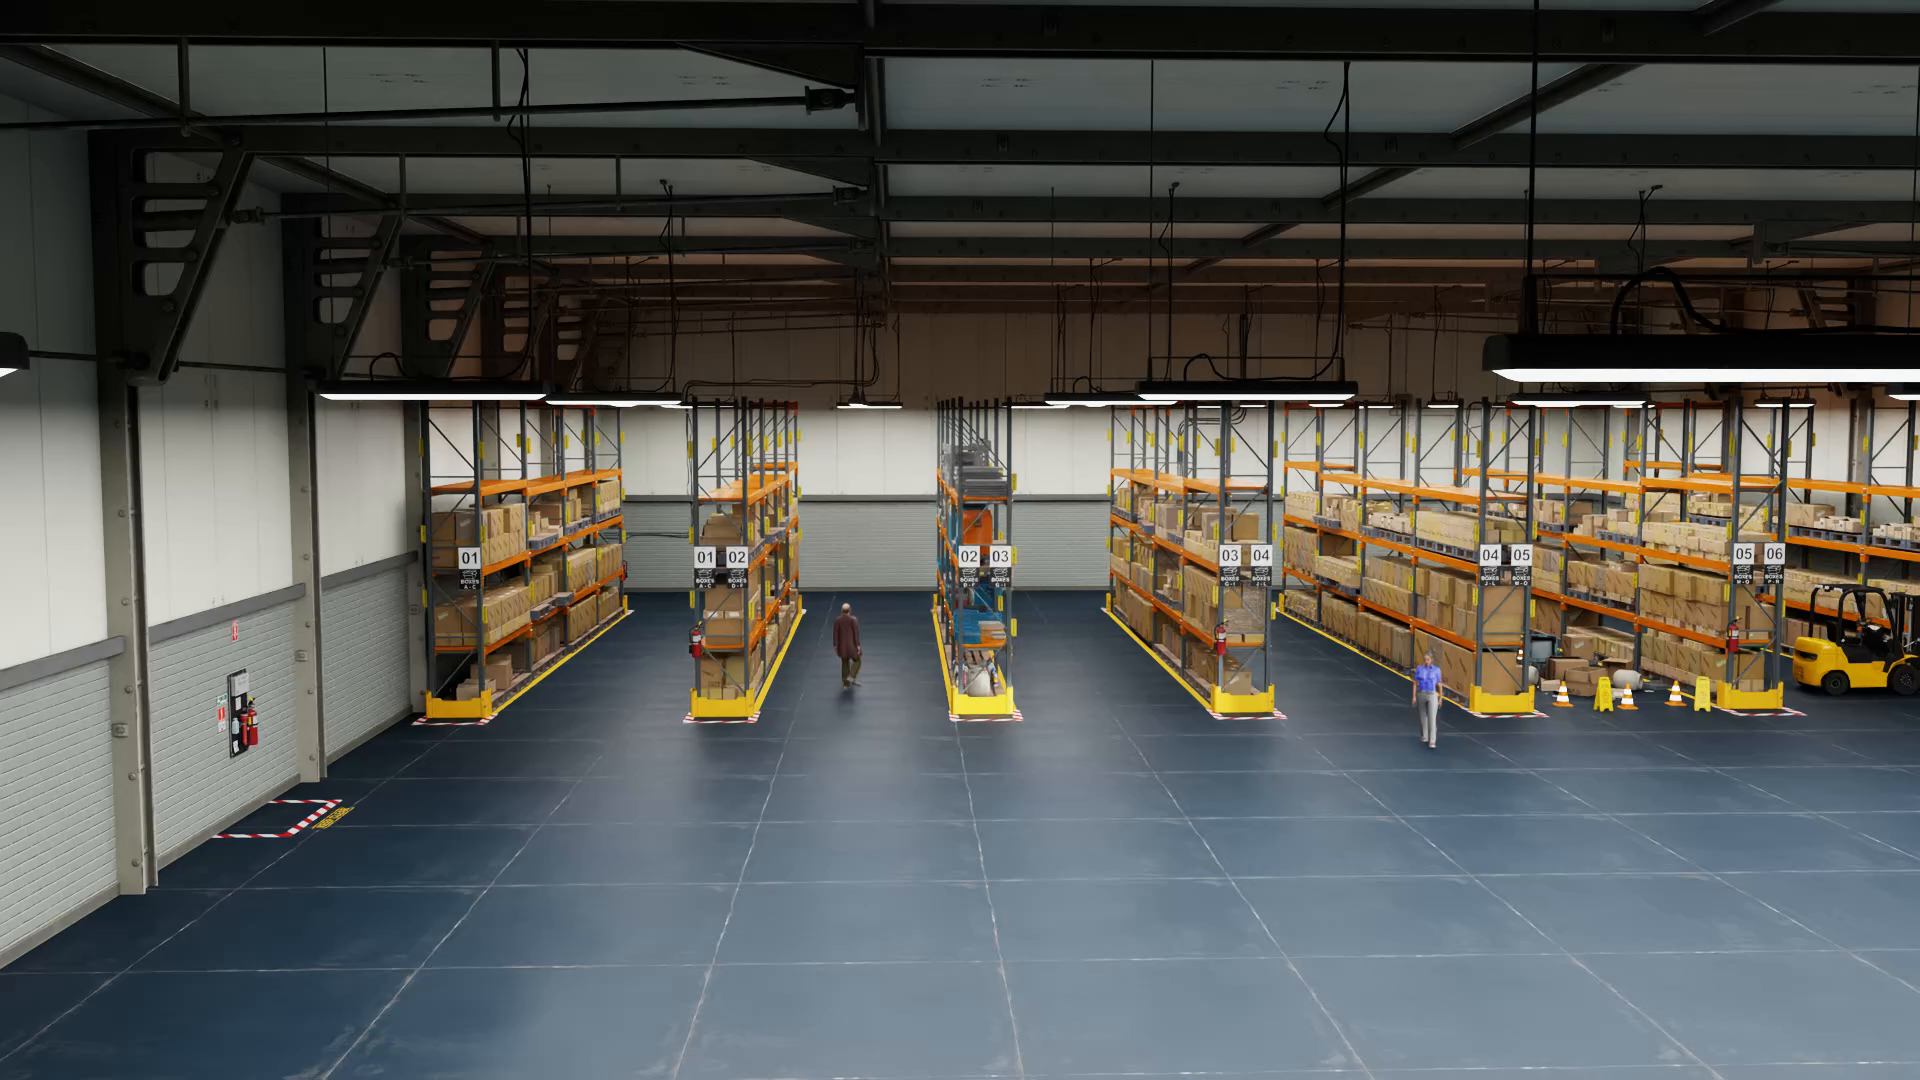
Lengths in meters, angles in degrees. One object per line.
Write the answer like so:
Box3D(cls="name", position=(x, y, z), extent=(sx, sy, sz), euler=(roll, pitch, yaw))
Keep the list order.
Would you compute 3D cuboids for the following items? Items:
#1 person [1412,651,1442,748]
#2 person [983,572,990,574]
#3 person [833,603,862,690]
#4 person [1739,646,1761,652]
Box3D(cls="person", position=(8.010, 2.715, 28.451), extent=(0.496, 1.635, 0.824), euler=(3, 5, 32))
Box3D(cls="person", position=(0.876, 0.881, 51.117), extent=(0.424, 1.798, 0.578), euler=(-2, 5, -22))
Box3D(cls="person", position=(-2.318, 2.191, 34.205), extent=(0.626, 1.770, 0.571), euler=(1, 4, 11))
Box3D(cls="person", position=(17.192, 2.103, 36.135), extent=(0.623, 1.676, 0.787), euler=(0, 4, -2))
